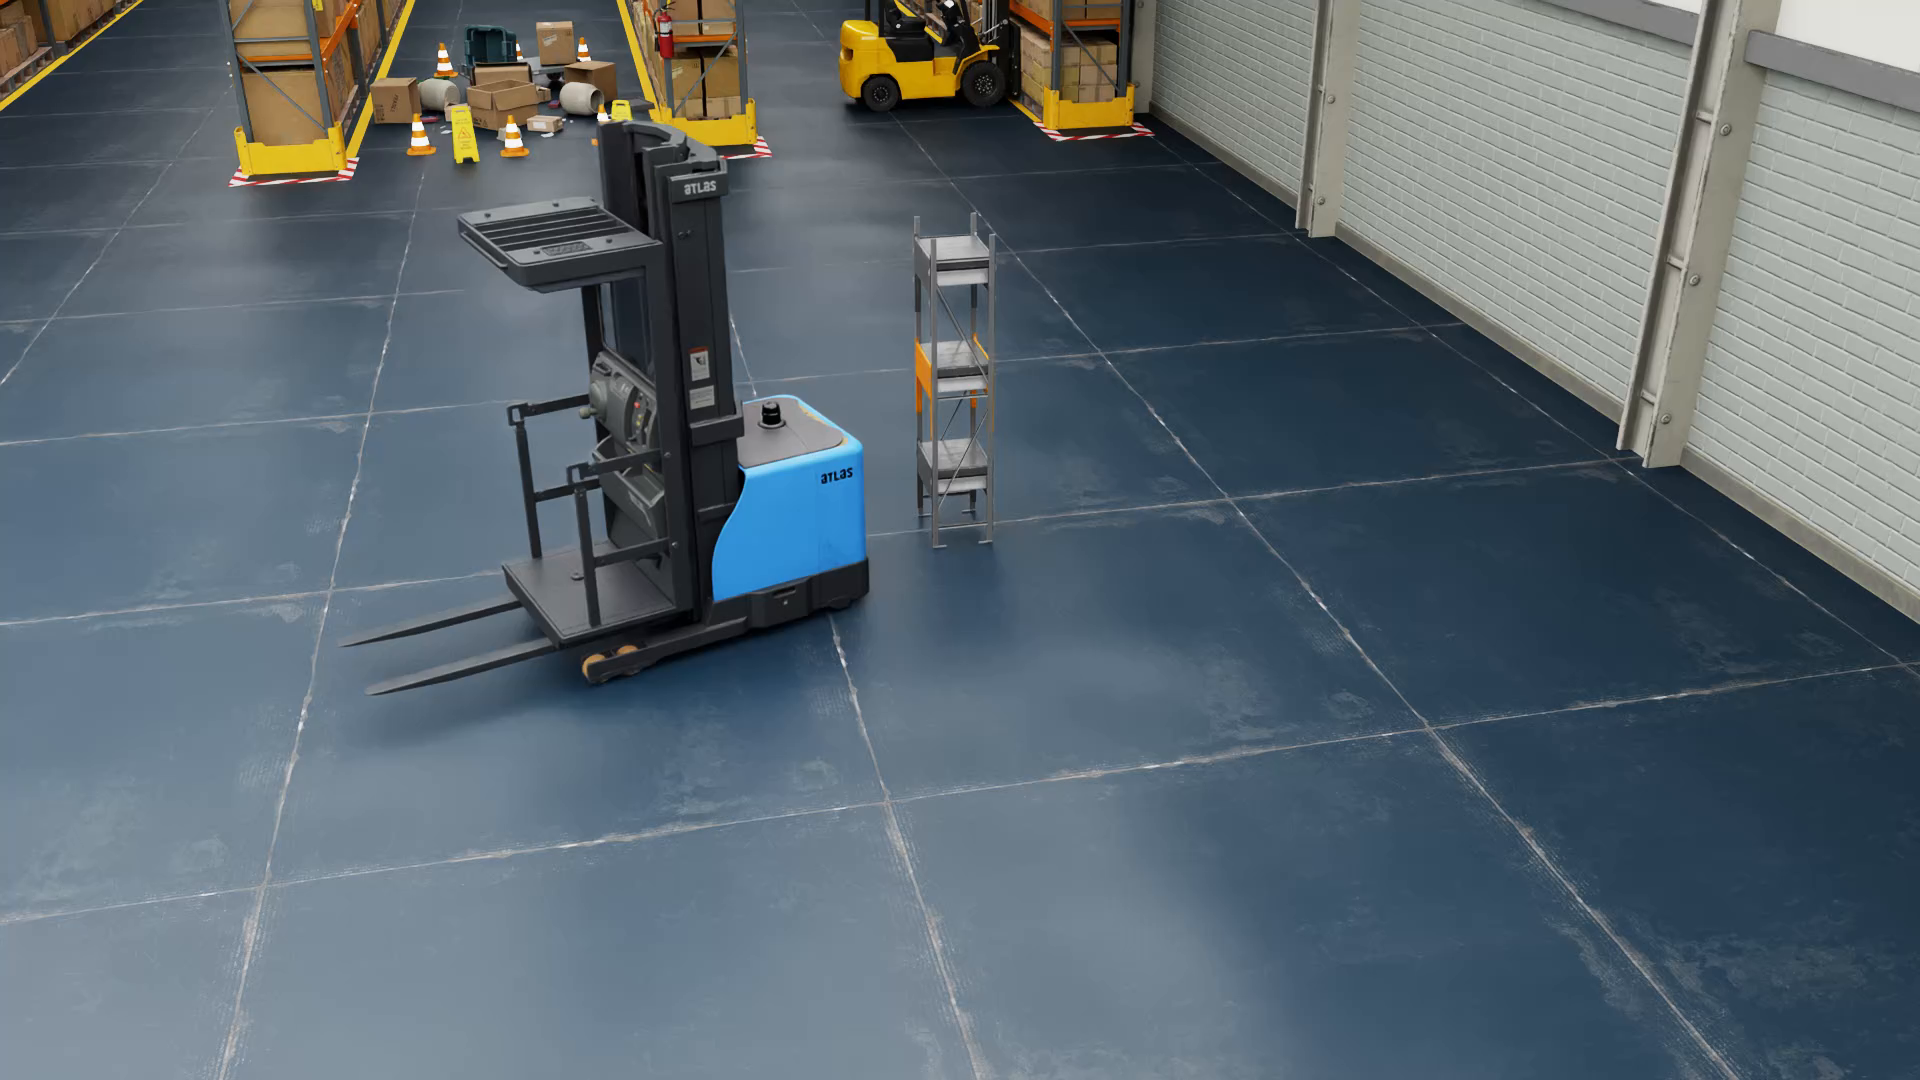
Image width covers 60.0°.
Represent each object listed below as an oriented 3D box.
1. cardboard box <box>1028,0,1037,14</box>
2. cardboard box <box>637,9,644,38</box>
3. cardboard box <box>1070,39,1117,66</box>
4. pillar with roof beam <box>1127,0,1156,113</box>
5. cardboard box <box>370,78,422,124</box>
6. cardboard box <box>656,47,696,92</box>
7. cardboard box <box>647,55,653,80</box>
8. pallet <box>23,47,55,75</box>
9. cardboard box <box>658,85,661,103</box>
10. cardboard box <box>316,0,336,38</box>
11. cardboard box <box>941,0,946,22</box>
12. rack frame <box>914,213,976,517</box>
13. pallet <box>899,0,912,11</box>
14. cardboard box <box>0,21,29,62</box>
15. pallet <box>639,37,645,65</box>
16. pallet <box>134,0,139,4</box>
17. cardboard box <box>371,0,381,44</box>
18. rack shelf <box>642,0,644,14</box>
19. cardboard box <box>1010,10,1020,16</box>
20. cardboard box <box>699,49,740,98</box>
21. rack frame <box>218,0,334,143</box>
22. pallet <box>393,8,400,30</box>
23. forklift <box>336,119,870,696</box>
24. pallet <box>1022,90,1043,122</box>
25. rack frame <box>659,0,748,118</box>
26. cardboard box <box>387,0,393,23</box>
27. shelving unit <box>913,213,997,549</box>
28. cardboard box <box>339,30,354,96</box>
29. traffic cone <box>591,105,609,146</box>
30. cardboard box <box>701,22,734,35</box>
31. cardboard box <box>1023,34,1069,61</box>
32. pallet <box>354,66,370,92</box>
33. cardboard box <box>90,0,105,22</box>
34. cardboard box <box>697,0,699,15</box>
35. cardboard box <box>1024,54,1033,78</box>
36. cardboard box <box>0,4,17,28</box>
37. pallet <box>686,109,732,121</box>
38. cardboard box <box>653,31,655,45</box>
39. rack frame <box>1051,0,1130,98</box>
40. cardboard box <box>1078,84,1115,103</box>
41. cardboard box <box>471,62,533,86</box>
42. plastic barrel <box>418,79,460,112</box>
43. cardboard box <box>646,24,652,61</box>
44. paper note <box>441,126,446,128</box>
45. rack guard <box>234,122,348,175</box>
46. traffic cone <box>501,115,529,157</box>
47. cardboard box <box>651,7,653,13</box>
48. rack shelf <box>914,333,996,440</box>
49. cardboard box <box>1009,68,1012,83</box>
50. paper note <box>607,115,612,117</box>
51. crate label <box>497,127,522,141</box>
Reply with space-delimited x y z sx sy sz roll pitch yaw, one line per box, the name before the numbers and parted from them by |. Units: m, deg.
cardboard box | 1.212 -7.299 22.118 0.500 0.500 0.500 -5 27 -10
cardboard box | -4.660 -8.285 26.632 0.950 0.372 0.625 -6 27 -13
cardboard box | 1.763 -6.473 22.068 0.500 0.250 0.500 -6 27 -12
pillar with roof beam | -1.786 -9.475 19.881 9.100 9.000 0.400 -6 27 -12
cardboard box | -7.500 -5.848 22.124 0.500 0.500 0.500 -1 27 -3
cardboard box | -3.704 -6.179 21.764 0.500 0.500 0.500 -5 27 -10
cardboard box | -4.180 -6.760 23.746 0.500 0.250 0.500 -7 28 -14
pallet | -14.432 -7.248 25.223 1.003 0.211 1.213 -6 27 -12
cardboard box | -3.702 -5.846 21.936 0.500 0.250 0.500 -6 27 -11
cardboard box | -8.225 -6.507 20.492 0.875 0.550 0.550 -6 27 -12
cardboard box | 0.166 -8.914 27.598 0.875 0.625 0.625 -5 27 -10
rack frame | -0.092 -1.117 10.980 0.400 2.100 0.015 -6 27 -12
pallet | -0.519 -9.970 30.614 1.003 0.211 1.213 -6 27 -12
cardboard box | -14.298 -7.382 24.680 0.700 0.500 0.500 -8 28 -16
pallet | -4.505 -7.720 26.157 1.003 0.211 1.213 -6 27 -12
pallet | -15.881 -10.226 31.122 1.003 0.211 1.213 -6 27 -12
cardboard box | -9.702 -8.202 26.049 1.050 0.750 0.750 -6 27 -12
rack shelf | -4.501 -8.643 25.691 1.077 0.370 4.000 -6 27 -12
cardboard box | 0.694 -7.529 24.160 0.500 0.250 0.500 -6 27 -12
cardboard box | -3.067 -6.018 21.444 0.500 0.500 0.500 -7 28 -13
rack frame | -7.948 -5.784 19.226 1.000 3.000 0.127 -6 27 -12
pallet | -10.197 -8.928 28.552 1.003 0.211 1.213 -6 27 -12
forklift | -2.085 -0.760 9.350 3.031 2.935 1.130 -16 31 -28
pallet | 1.474 -5.923 22.597 1.003 0.211 1.213 -6 27 -12
rack frame | -3.148 -6.331 20.310 1.000 3.000 0.127 -6 27 -12
cardboard box | -9.779 -8.924 27.756 0.500 0.500 0.500 -6 27 -11
shelving unit | -0.037 -1.010 10.767 0.431 2.100 0.503 -6 27 -12
cardboard box | -8.776 -6.495 22.528 0.875 0.875 0.875 -6 27 -11
traffic cone | -4.502 -5.256 20.996 0.336 0.463 0.334 -6 27 -12
cardboard box | -3.023 -6.389 20.704 0.380 0.149 0.250 -6 27 -11
cardboard box | 1.158 -6.637 22.392 0.500 0.250 0.500 -5 27 -11
pallet | -9.097 -6.626 23.990 1.003 0.211 1.213 -6 27 -12
cardboard box | -15.142 -9.160 27.808 1.225 0.875 0.875 -7 28 -13
cardboard box | -3.105 -6.971 21.138 0.500 0.500 0.500 -5 27 -10
cardboard box | 1.170 -6.423 22.523 0.500 0.250 0.500 -6 27 -12
cardboard box | -14.297 -7.729 24.533 0.500 0.250 0.500 -3 27 -6
pallet | -3.314 -5.479 21.718 1.003 0.211 1.213 -6 27 -12
cardboard box | -3.843 -6.621 21.919 0.380 0.149 0.250 -5 27 -9
rack frame | 1.687 -6.836 21.312 1.000 3.000 0.127 -6 27 -12
cardboard box | 1.767 -6.032 22.303 0.500 0.250 0.500 -6 27 -11
cardboard box | -6.230 -6.200 22.672 0.797 0.637 0.503 -6 27 -12
plastic barrel | -7.100 -6.047 22.608 0.512 0.421 0.421 13 30 24
cardboard box | -4.180 -7.095 23.578 0.500 0.500 0.500 -5 27 -9
paper note | -6.785 -5.422 21.827 0.032 0.001 0.123 8 28 15
rack guard | -7.943 -4.657 19.769 1.175 0.500 0.348 -6 27 -12
traffic cone | -5.507 -4.994 20.477 0.336 0.463 0.334 -6 27 -12
cardboard box | -3.928 -7.133 22.179 0.380 0.149 0.250 -6 27 -12
rack shelf | -0.037 -0.998 10.773 0.431 0.518 0.480 -6 27 -12
cardboard box | 0.927 -6.636 23.500 0.500 0.250 0.500 -5 27 -10
paper note | -4.685 -5.729 22.412 0.142 0.019 0.148 -16 31 -29
crate label | -5.745 -5.187 21.222 0.250 0.136 0.298 -23 35 -38
